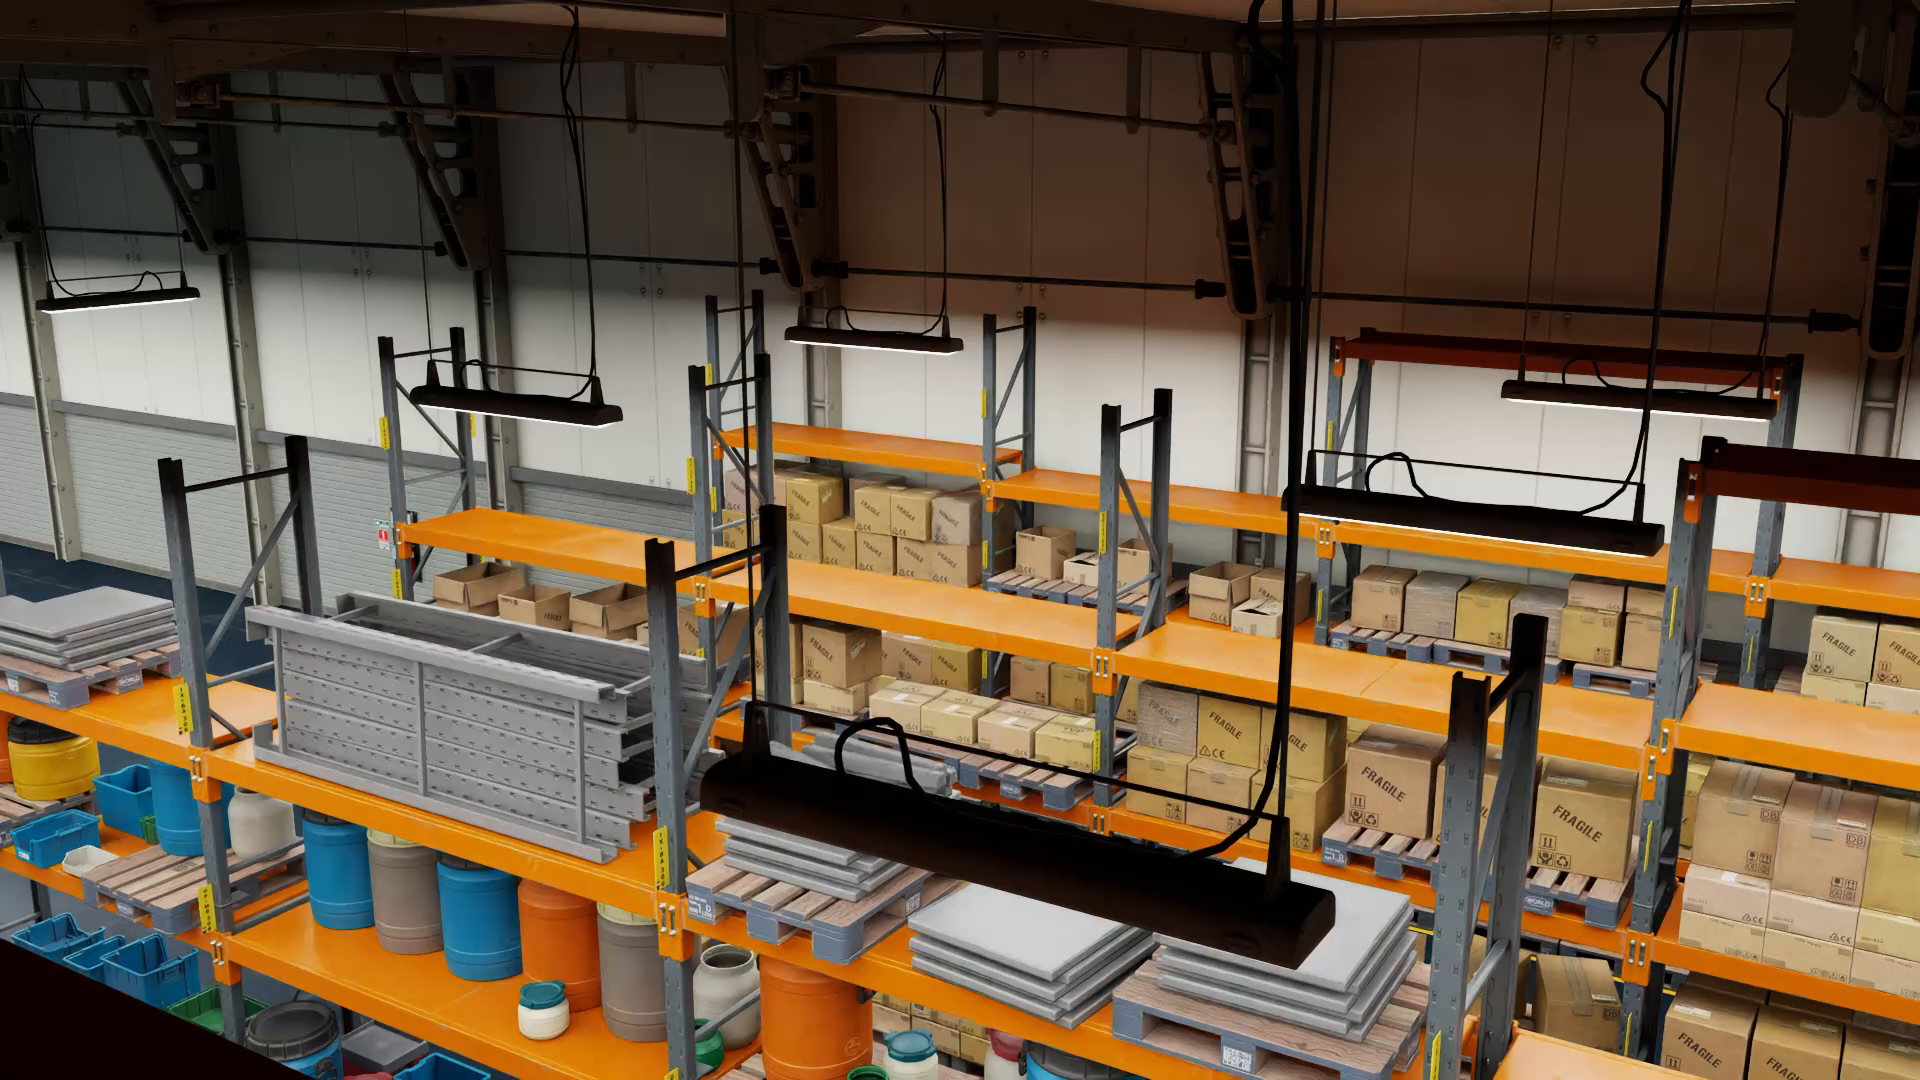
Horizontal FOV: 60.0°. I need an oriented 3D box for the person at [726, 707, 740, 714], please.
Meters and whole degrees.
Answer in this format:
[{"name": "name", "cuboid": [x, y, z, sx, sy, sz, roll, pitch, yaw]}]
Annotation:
[{"name": "person", "cuboid": [-2.555, 2.524, 19.478, 0.748, 1.847, 0.606, 4, 14, 17]}]
